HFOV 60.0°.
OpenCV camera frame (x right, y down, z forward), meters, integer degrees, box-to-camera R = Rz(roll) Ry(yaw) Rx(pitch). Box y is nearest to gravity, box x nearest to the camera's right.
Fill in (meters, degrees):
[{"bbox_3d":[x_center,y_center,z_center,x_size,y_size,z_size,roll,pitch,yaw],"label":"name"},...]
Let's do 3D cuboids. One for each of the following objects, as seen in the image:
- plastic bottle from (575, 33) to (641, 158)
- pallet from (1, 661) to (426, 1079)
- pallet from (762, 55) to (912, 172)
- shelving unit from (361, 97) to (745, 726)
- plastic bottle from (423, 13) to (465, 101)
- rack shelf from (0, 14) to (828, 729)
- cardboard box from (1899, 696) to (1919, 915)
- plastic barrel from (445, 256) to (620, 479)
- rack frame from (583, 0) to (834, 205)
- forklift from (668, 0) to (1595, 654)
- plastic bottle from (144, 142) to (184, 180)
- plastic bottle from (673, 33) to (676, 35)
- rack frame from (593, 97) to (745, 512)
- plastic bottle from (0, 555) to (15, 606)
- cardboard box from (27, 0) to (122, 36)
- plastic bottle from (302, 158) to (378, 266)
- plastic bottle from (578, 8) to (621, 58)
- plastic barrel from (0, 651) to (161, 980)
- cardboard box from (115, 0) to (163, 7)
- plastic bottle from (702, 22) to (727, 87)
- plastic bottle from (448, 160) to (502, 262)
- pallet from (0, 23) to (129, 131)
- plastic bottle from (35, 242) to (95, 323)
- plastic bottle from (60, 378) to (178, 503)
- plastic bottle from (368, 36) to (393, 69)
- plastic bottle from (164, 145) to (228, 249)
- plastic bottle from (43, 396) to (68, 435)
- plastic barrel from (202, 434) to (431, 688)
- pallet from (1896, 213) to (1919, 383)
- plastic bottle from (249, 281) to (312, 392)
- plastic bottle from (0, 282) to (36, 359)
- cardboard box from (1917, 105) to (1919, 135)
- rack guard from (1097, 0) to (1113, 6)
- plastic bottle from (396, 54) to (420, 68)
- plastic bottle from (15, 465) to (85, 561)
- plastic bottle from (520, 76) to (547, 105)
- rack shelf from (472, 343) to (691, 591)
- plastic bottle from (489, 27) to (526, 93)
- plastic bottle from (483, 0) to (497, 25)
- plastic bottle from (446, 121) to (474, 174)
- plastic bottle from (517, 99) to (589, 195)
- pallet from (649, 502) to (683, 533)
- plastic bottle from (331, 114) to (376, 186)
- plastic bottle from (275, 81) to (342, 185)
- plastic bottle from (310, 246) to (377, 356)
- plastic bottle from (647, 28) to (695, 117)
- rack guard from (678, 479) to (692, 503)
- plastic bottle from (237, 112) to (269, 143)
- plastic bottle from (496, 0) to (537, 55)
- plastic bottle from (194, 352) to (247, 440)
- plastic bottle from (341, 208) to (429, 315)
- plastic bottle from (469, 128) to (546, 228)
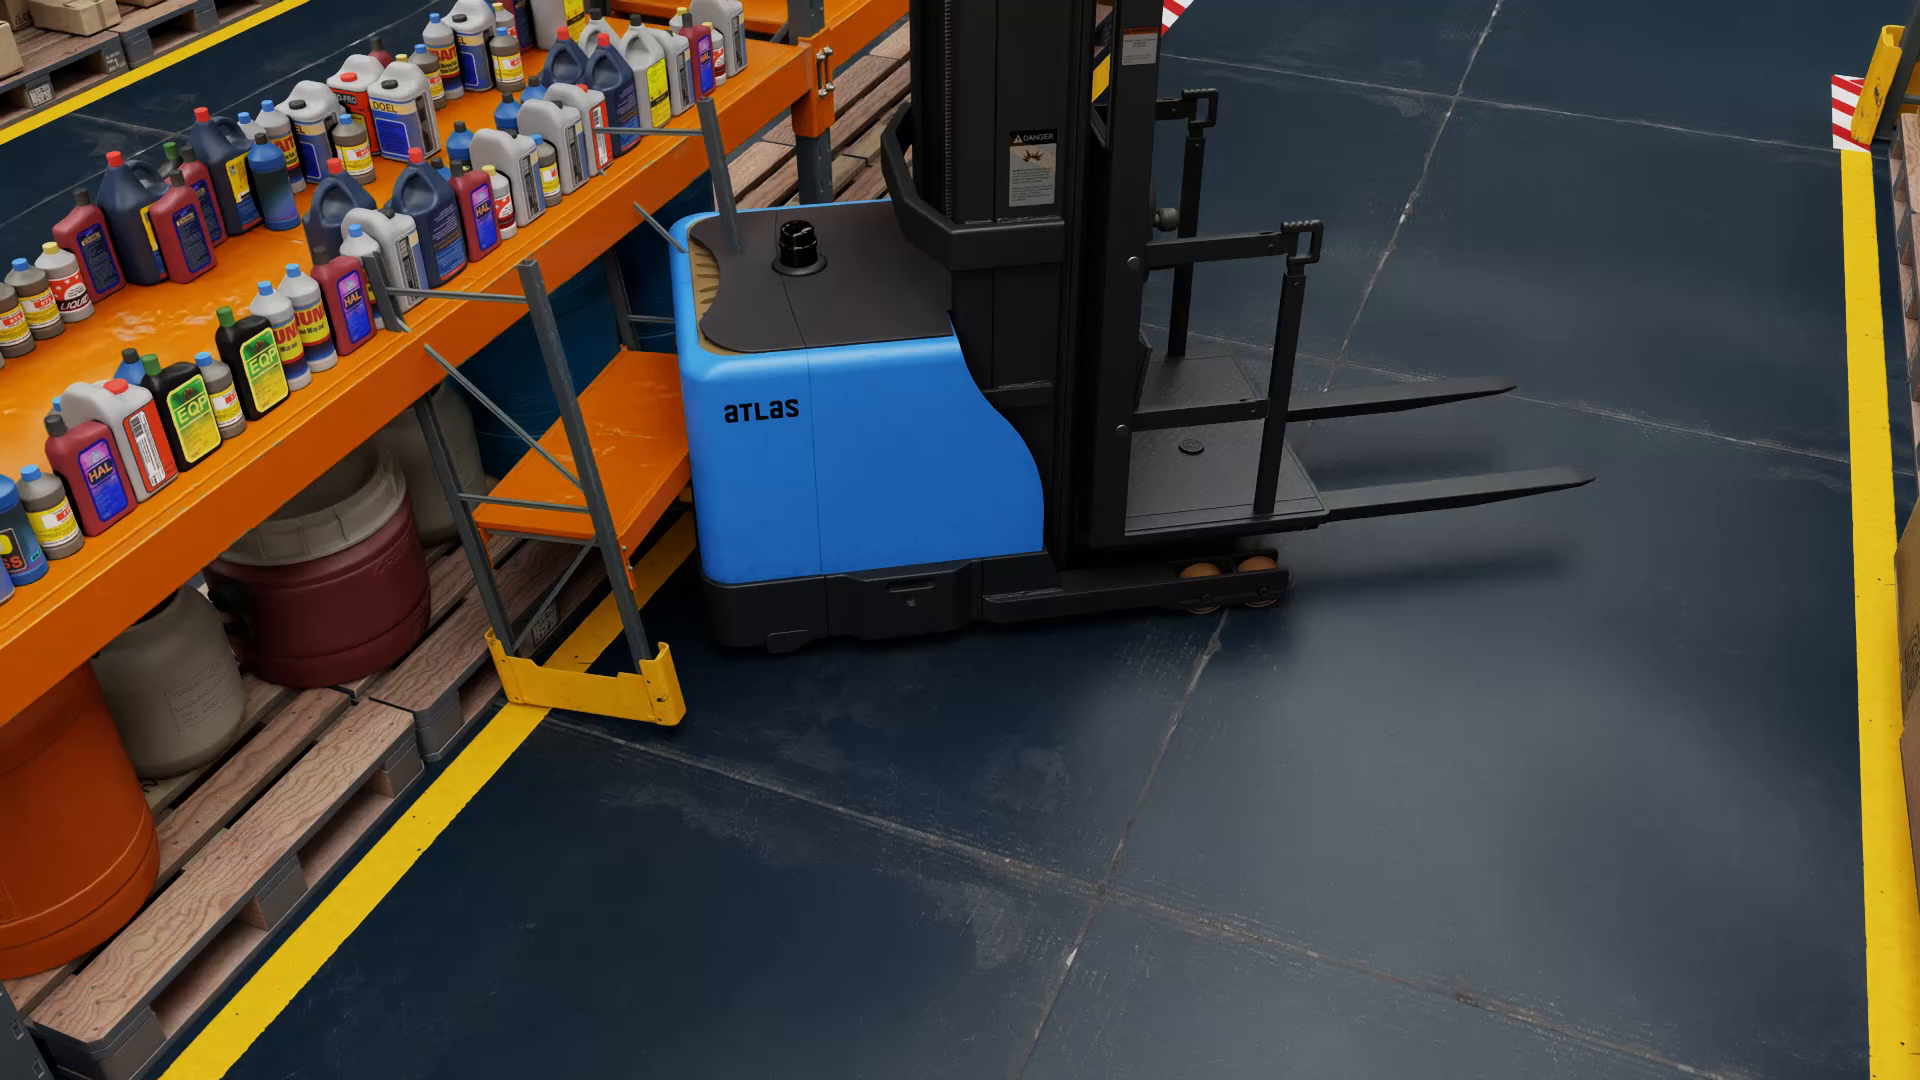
[{"bbox_3d":[-1.091,-1.377,5.128,0.144,0.351,0.185,14,39,18],"label":"plastic bottle"},{"bbox_3d":[-2.234,0.803,4.499,1.003,0.211,1.213,14,39,18],"label":"pallet"},{"bbox_3d":[-0.267,-2.059,8.328,1.003,0.211,1.213,14,39,18],"label":"pallet"},{"bbox_3d":[-1.025,-0.400,4.939,0.587,1.500,1.083,6,38,18],"label":"shelving unit"},{"bbox_3d":[-1.710,-1.601,5.493,0.097,0.271,0.097,0,37,0],"label":"plastic bottle"},{"bbox_3d":[-1.734,-0.687,4.764,1.077,0.370,4.000,14,39,18],"label":"rack shelf"},{"bbox_3d":[3.043,0.583,3.889,1.225,0.875,0.875,13,39,16],"label":"cardboard box"},{"bbox_3d":[-1.465,-0.721,5.610,0.600,0.901,0.708,14,39,18],"label":"plastic barrel"},{"bbox_3d":[-0.973,-2.082,6.030,1.000,3.000,0.127,14,39,18],"label":"rack frame"},{"bbox_3d":[0.614,-1.240,4.961,3.031,2.935,1.130,-6,37,-8],"label":"forklift"},{"bbox_3d":[-2.180,-0.951,4.614,0.061,0.283,0.133,14,39,18],"label":"plastic bottle"},{"bbox_3d":[-0.950,-1.580,5.525,0.097,0.201,0.097,0,37,0],"label":"plastic bottle"},{"bbox_3d":[-0.871,-0.694,5.311,0.500,1.500,0.032,6,38,18],"label":"rack frame"},{"bbox_3d":[-2.032,0.016,3.327,0.152,0.276,0.135,14,39,18],"label":"plastic bottle"},{"bbox_3d":[-4.873,-2.918,9.148,0.380,0.166,0.250,14,39,18],"label":"cardboard box"},{"bbox_3d":[-1.631,-0.829,4.395,0.144,0.351,0.185,14,39,18],"label":"plastic bottle"},{"bbox_3d":[-1.154,-1.512,5.308,0.144,0.351,0.185,14,39,18],"label":"plastic bottle"},{"bbox_3d":[-2.325,0.559,3.959,0.600,0.830,0.708,14,39,18],"label":"plastic barrel"},{"bbox_3d":[-4.843,-3.430,9.552,0.797,0.503,0.637,14,39,18],"label":"cardboard box"},{"bbox_3d":[-0.843,-1.640,5.605,0.097,0.201,0.097,0,37,0],"label":"plastic bottle"},{"bbox_3d":[-1.340,-0.921,4.574,0.061,0.283,0.133,14,39,18],"label":"plastic bottle"},{"bbox_3d":[-5.290,-2.476,8.886,1.003,0.211,1.213,14,39,18],"label":"pallet"},{"bbox_3d":[-2.328,-0.674,4.312,0.097,0.201,0.097,0,37,0],"label":"plastic bottle"},{"bbox_3d":[-1.856,-0.240,3.669,0.152,0.276,0.135,14,39,18],"label":"plastic bottle"},{"bbox_3d":[-1.845,-1.438,5.266,0.061,0.283,0.133,14,39,18],"label":"plastic bottle"},{"bbox_3d":[-2.124,-0.937,4.596,0.061,0.283,0.133,14,39,18],"label":"plastic bottle"},{"bbox_3d":[-1.978,-0.228,3.716,0.097,0.201,0.097,0,37,0],"label":"plastic bottle"},{"bbox_3d":[-1.895,0.030,4.868,0.600,0.588,0.708,14,39,18],"label":"plastic barrel"},{"bbox_3d":[4.432,-0.918,6.802,1.003,0.211,1.213,14,39,18],"label":"pallet"},{"bbox_3d":[-1.648,-0.498,4.018,0.097,0.271,0.097,0,37,0],"label":"plastic bottle"},{"bbox_3d":[-2.402,-0.566,4.168,0.097,0.201,0.097,0,37,0],"label":"plastic bottle"},{"bbox_3d":[4.960,-2.113,7.496,0.875,0.875,0.875,14,39,18],"label":"cardboard box"},{"bbox_3d":[0.546,-3.312,9.763,1.175,0.500,0.348,14,39,18],"label":"rack guard"},{"bbox_3d":[-1.784,-1.465,5.370,0.097,0.201,0.097,0,37,0],"label":"plastic bottle"},{"bbox_3d":[-1.925,-0.066,3.499,0.097,0.201,0.097,0,37,0],"label":"plastic bottle"},{"bbox_3d":[-1.278,-1.275,5.058,0.097,0.271,0.097,0,37,0],"label":"plastic bottle"},{"bbox_3d":[-1.008,-0.250,5.038,0.538,0.185,1.000,6,38,18],"label":"rack shelf"},{"bbox_3d":[-1.518,-1.612,5.568,0.097,0.201,0.097,0,37,0],"label":"plastic bottle"},{"bbox_3d":[-1.622,-1.729,5.665,0.097,0.271,0.097,0,37,0],"label":"plastic bottle"},{"bbox_3d":[-1.417,-1.073,4.787,0.097,0.271,0.097,0,37,0],"label":"plastic bottle"},{"bbox_3d":[-1.206,-1.185,4.933,0.152,0.276,0.135,14,39,18],"label":"plastic bottle"},{"bbox_3d":[-1.305,-0.548,6.306,1.003,0.211,1.213,14,39,18],"label":"pallet"},{"bbox_3d":[-1.820,-1.174,4.981,0.097,0.201,0.097,0,37,0],"label":"plastic bottle"},{"bbox_3d":[-1.942,-1.222,4.983,0.152,0.276,0.135,14,39,18],"label":"plastic bottle"},{"bbox_3d":[-1.550,-0.616,4.166,0.061,0.283,0.133,14,39,18],"label":"plastic bottle"},{"bbox_3d":[-0.963,-1.538,5.406,0.152,0.276,0.135,14,39,18],"label":"plastic bottle"},{"bbox_3d":[-0.802,-0.192,5.677,0.587,0.250,0.087,6,38,18],"label":"rack guard"},{"bbox_3d":[-2.049,-1.108,4.835,0.097,0.271,0.097,0,37,0],"label":"plastic bottle"},{"bbox_3d":[-1.558,-1.856,5.825,0.061,0.283,0.133,14,39,18],"label":"plastic bottle"},{"bbox_3d":[-1.735,-0.342,3.868,0.097,0.201,0.097,0,37,0],"label":"plastic bottle"},{"bbox_3d":[-1.504,-0.752,4.354,0.152,0.276,0.135,14,39,18],"label":"plastic bottle"},{"bbox_3d":[-1.295,-1.056,4.761,0.152,0.276,0.135,14,39,18],"label":"plastic bottle"}]
